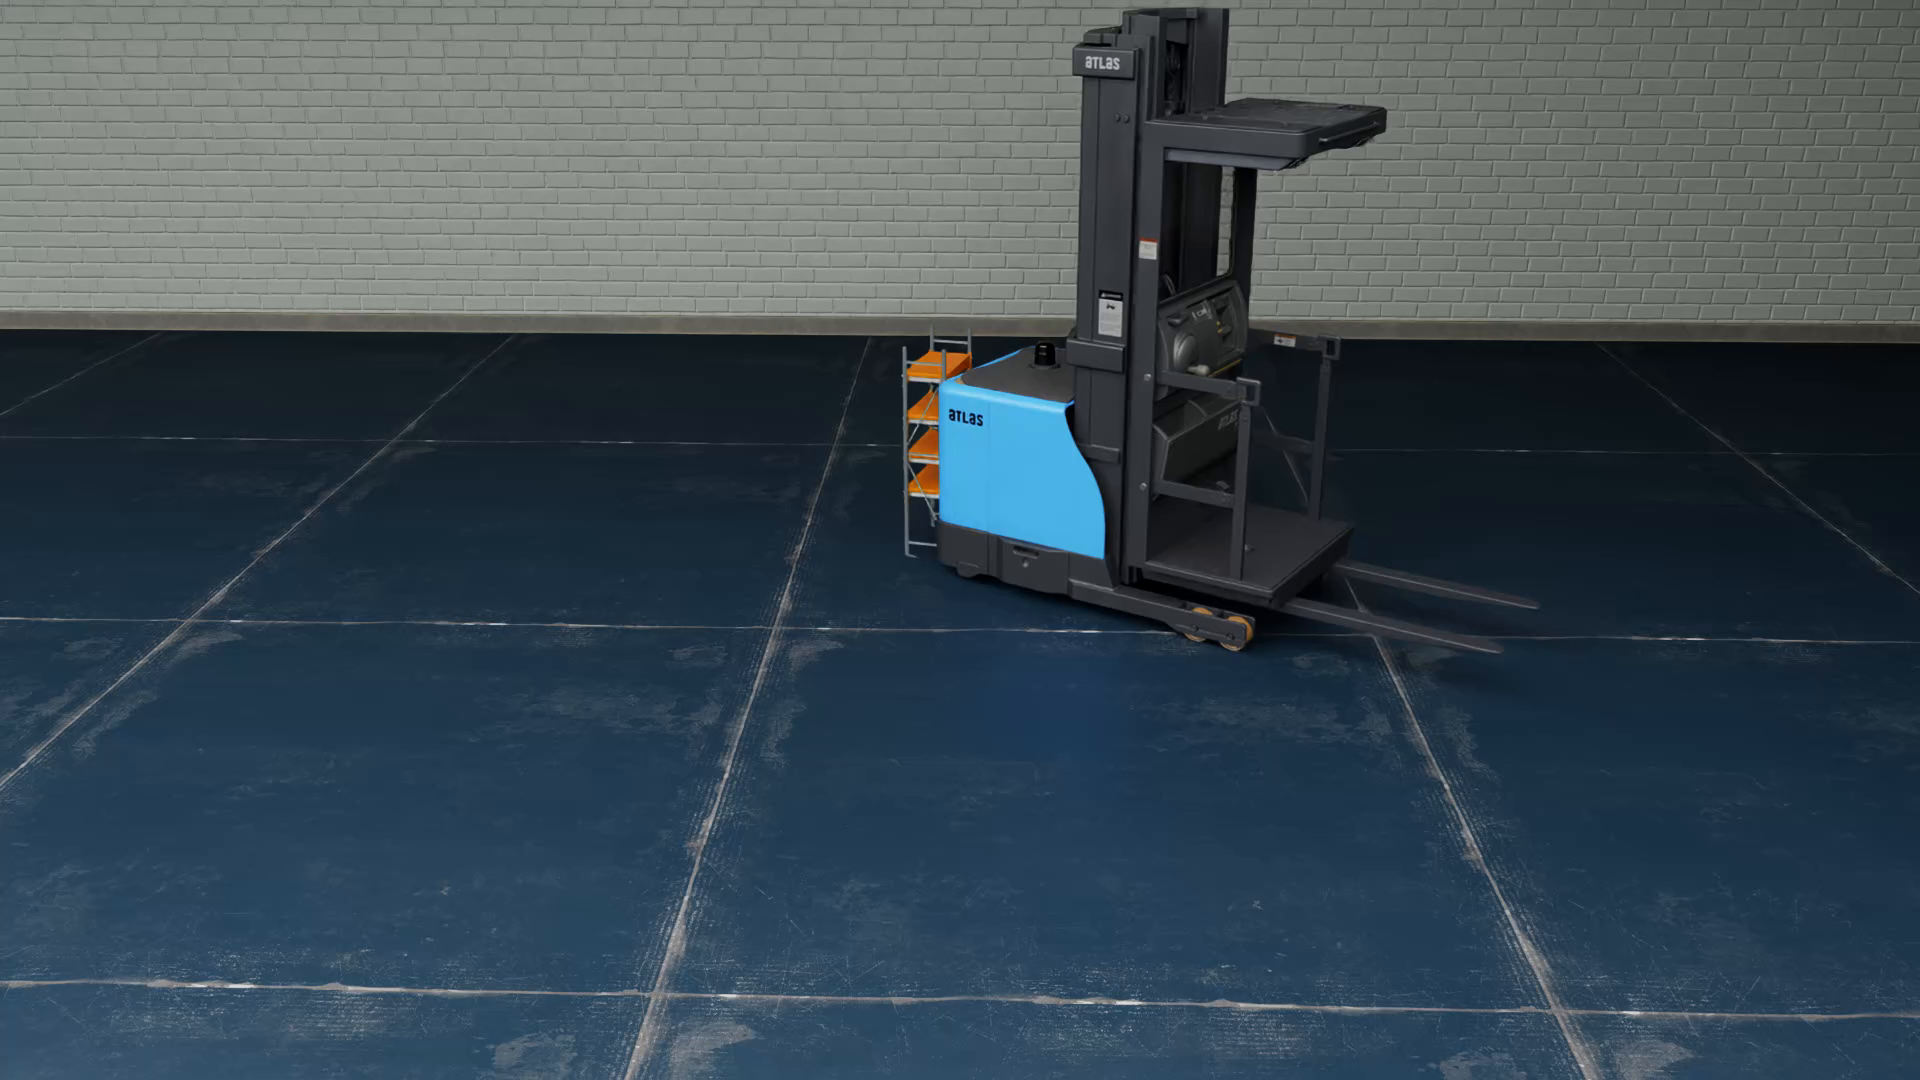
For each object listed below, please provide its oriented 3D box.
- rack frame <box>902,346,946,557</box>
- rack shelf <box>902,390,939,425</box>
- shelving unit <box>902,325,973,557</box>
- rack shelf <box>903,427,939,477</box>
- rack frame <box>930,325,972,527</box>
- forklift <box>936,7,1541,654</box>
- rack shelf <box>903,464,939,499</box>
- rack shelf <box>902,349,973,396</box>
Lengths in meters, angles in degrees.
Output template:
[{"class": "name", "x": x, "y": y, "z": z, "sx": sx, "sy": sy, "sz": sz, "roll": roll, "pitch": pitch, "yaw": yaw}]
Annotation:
[{"class": "rack frame", "x": -0.190, "y": -0.460, "z": 9.055, "sx": 0.240, "sy": 1.200, "sz": 0.015, "roll": 6, "pitch": 22, "yaw": 15}, {"class": "rack shelf", "x": -0.121, "y": -0.690, "z": 9.217, "sx": 0.258, "sy": 0.148, "sz": 0.480, "roll": 6, "pitch": 22, "yaw": 15}, {"class": "shelving unit", "x": -0.121, "y": -0.545, "z": 9.274, "sx": 0.258, "sy": 1.200, "sz": 0.503, "roll": 6, "pitch": 22, "yaw": 15}, {"class": "rack shelf", "x": -0.121, "y": -0.482, "z": 9.298, "sx": 0.258, "sy": 0.148, "sz": 0.480, "roll": 6, "pitch": 22, "yaw": 15}, {"class": "rack frame", "x": -0.052, "y": -0.629, "z": 9.492, "sx": 0.240, "sy": 1.200, "sz": 0.015, "roll": 6, "pitch": 22, "yaw": 15}, {"class": "forklift", "x": 1.385, "y": -1.044, "z": 8.167, "sx": 3.031, "sy": 2.935, "sz": 1.130, "roll": 13, "pitch": 25, "yaw": 31}, {"class": "rack shelf", "x": -0.121, "y": -0.297, "z": 9.370, "sx": 0.258, "sy": 0.148, "sz": 0.480, "roll": 6, "pitch": 22, "yaw": 15}, {"class": "rack shelf", "x": -0.121, "y": -0.911, "z": 9.131, "sx": 0.258, "sy": 0.148, "sz": 0.480, "roll": 6, "pitch": 22, "yaw": 15}]
